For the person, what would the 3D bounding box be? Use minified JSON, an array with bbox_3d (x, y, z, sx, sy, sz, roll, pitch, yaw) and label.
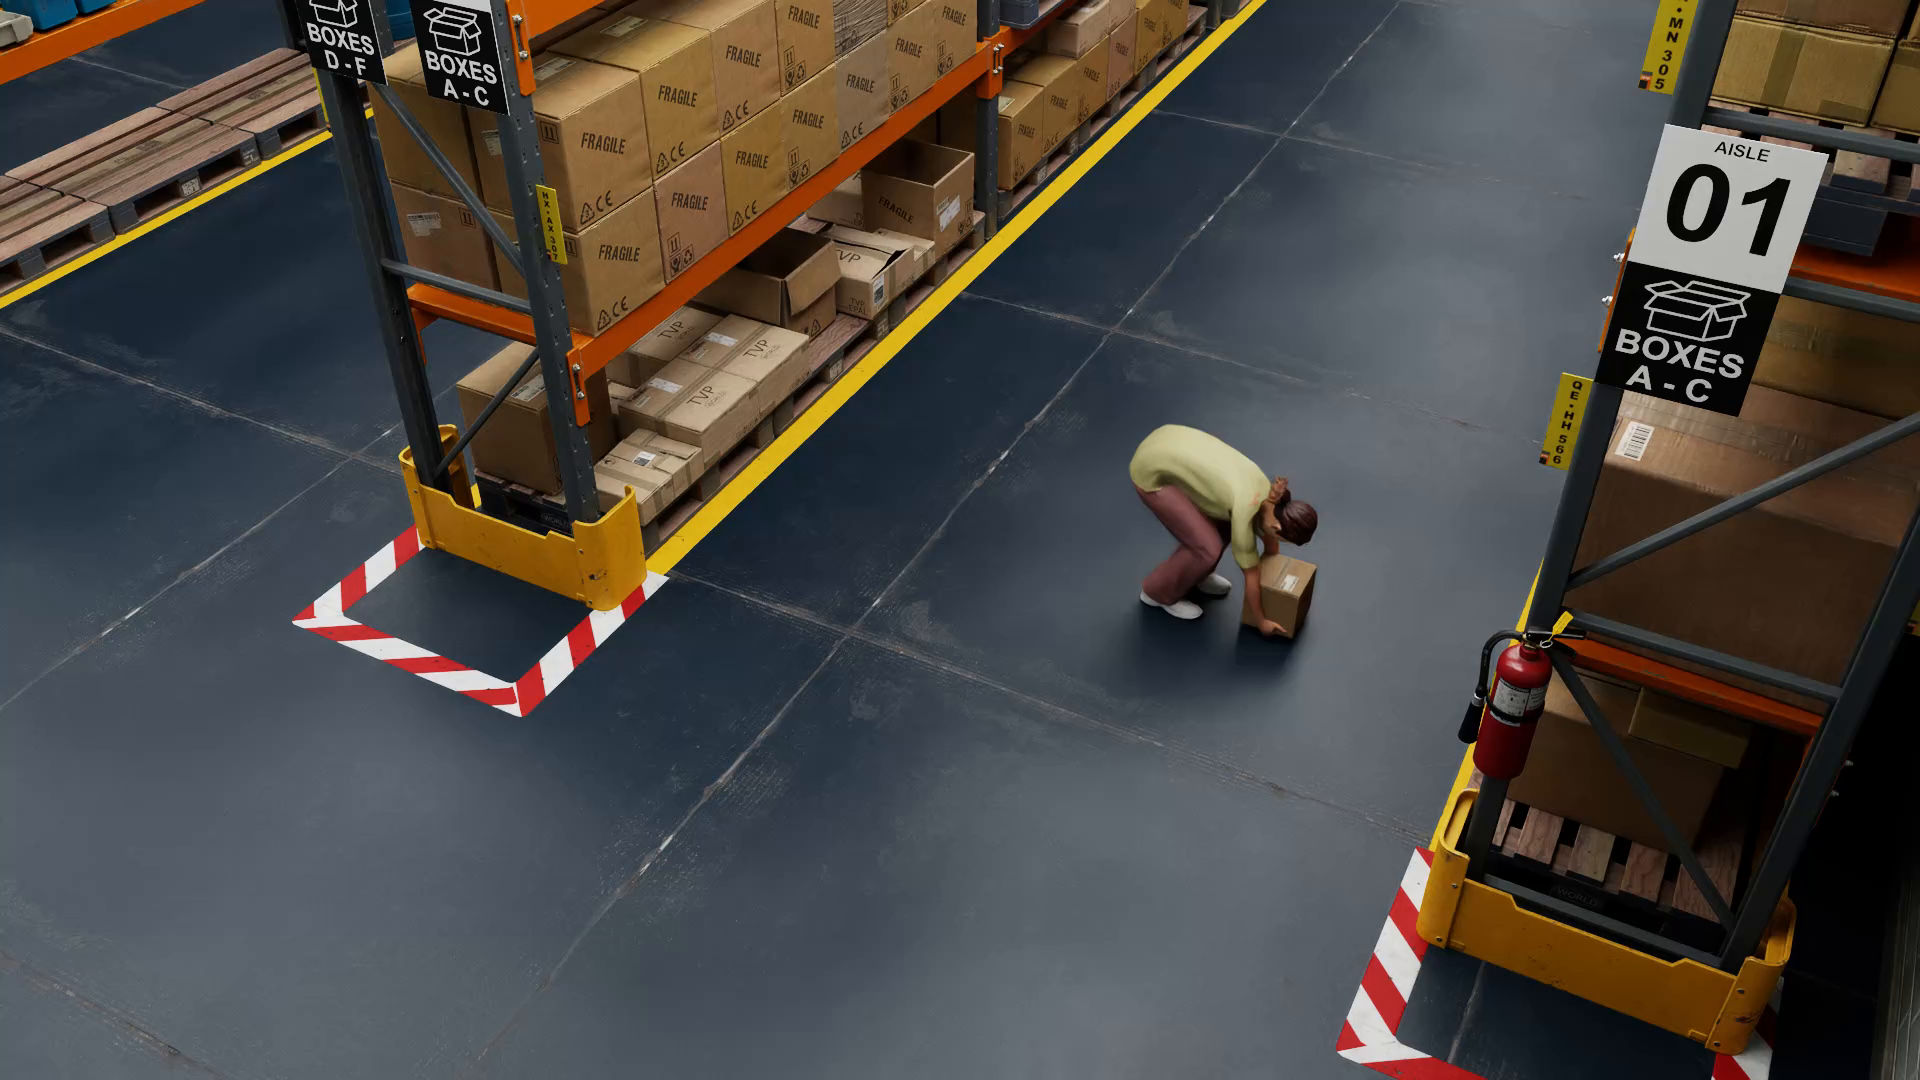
[{"bbox_3d":[1.165,-0.049,7.456,0.848,0.878,0.460,16,41,19],"label":"person"}]
